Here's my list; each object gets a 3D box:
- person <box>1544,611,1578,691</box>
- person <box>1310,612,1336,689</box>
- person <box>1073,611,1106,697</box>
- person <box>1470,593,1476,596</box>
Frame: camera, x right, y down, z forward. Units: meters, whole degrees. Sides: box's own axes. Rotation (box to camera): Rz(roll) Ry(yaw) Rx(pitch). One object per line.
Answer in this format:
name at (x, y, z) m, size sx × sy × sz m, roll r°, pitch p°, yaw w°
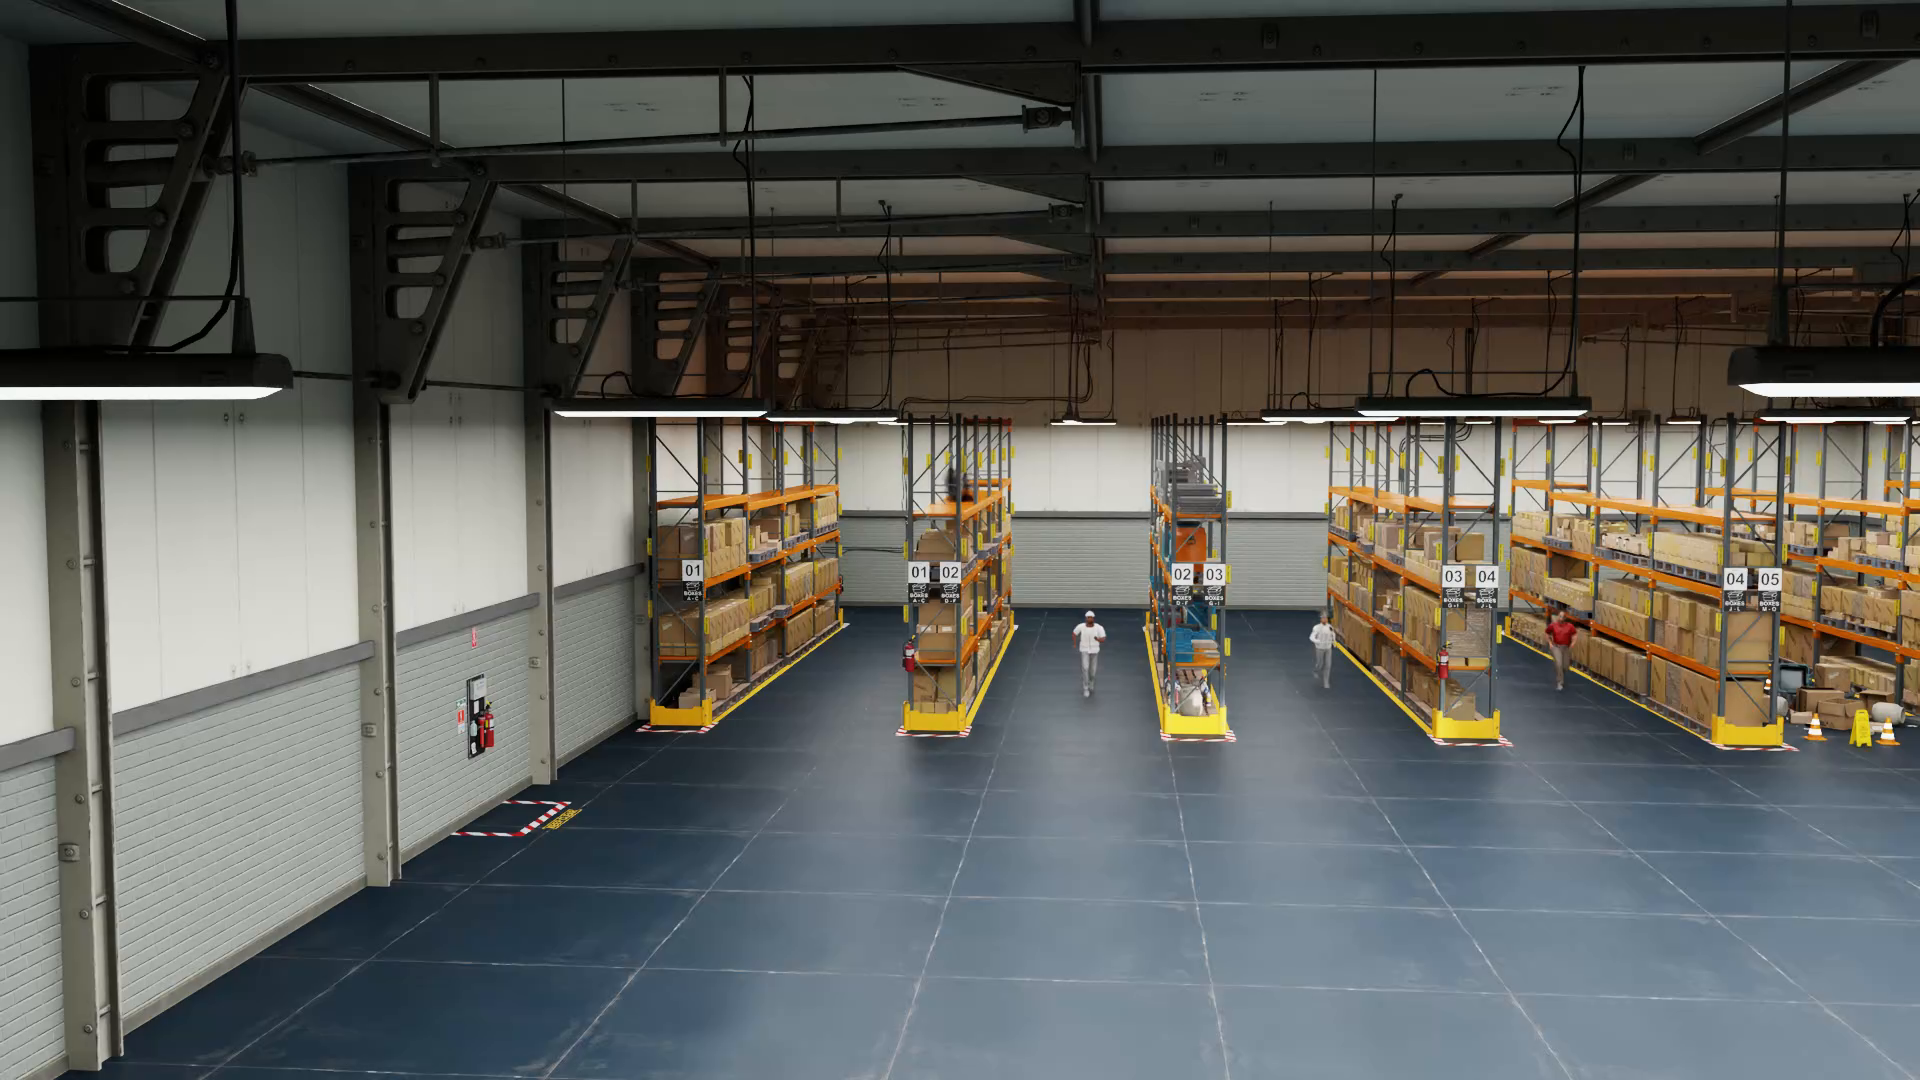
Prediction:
person at (13.248, 2.419, 36.658) m, size 0.680 × 1.715 × 0.816 m, roll 1°, pitch 4°, yaw 9°
person at (8.034, 2.403, 36.704) m, size 0.618 × 1.669 × 0.890 m, roll 0°, pitch 4°, yaw -5°
person at (2.784, 2.418, 35.707) m, size 0.686 × 1.797 × 0.880 m, roll 0°, pitch 4°, yaw -2°
person at (13.831, 1.807, 45.012) m, size 0.663 × 1.836 × 0.790 m, roll 1°, pitch 4°, yaw 13°
